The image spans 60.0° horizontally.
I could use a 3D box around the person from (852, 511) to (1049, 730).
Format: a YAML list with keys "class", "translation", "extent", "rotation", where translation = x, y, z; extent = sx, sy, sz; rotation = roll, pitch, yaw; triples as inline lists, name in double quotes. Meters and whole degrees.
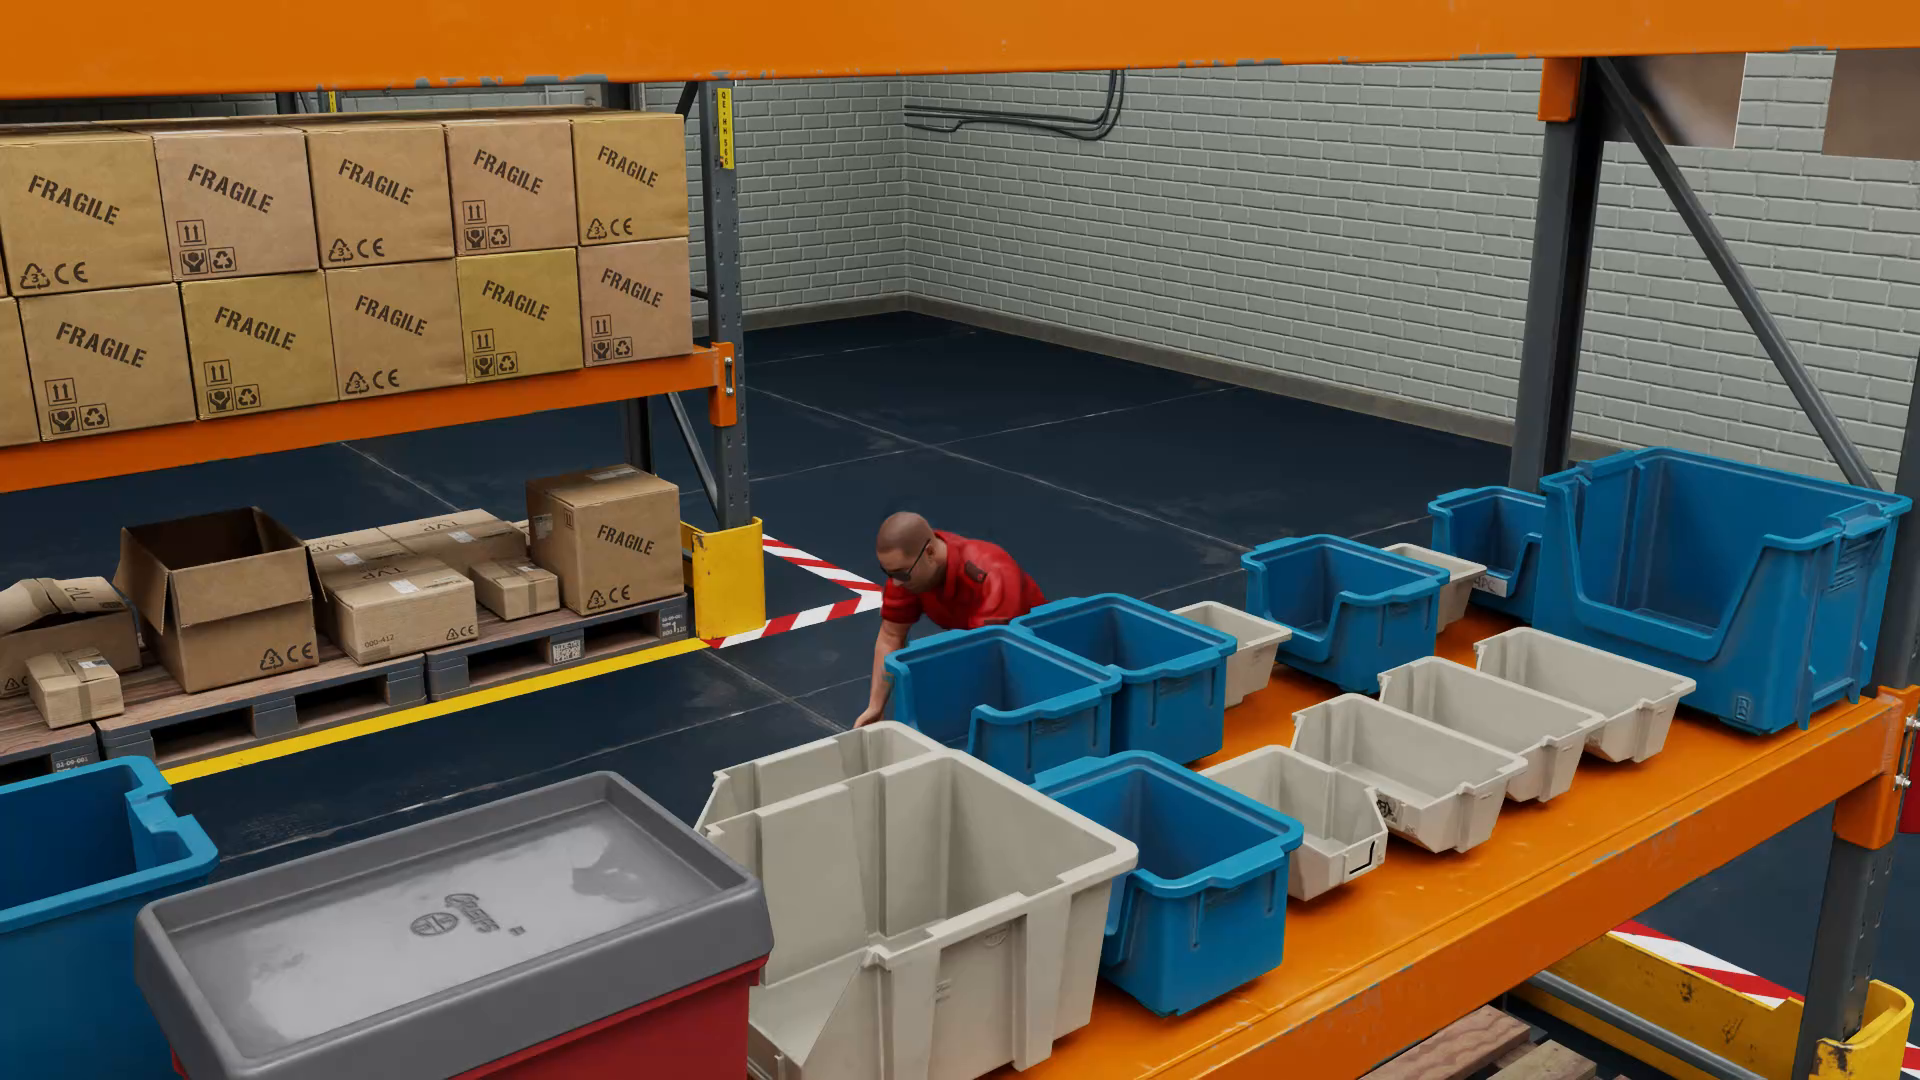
- class: "person"
  translation: [0.054, 0.461, 5.403]
  extent: [0.779, 1.263, 0.587]
  rotation: [-13, 22, -36]
